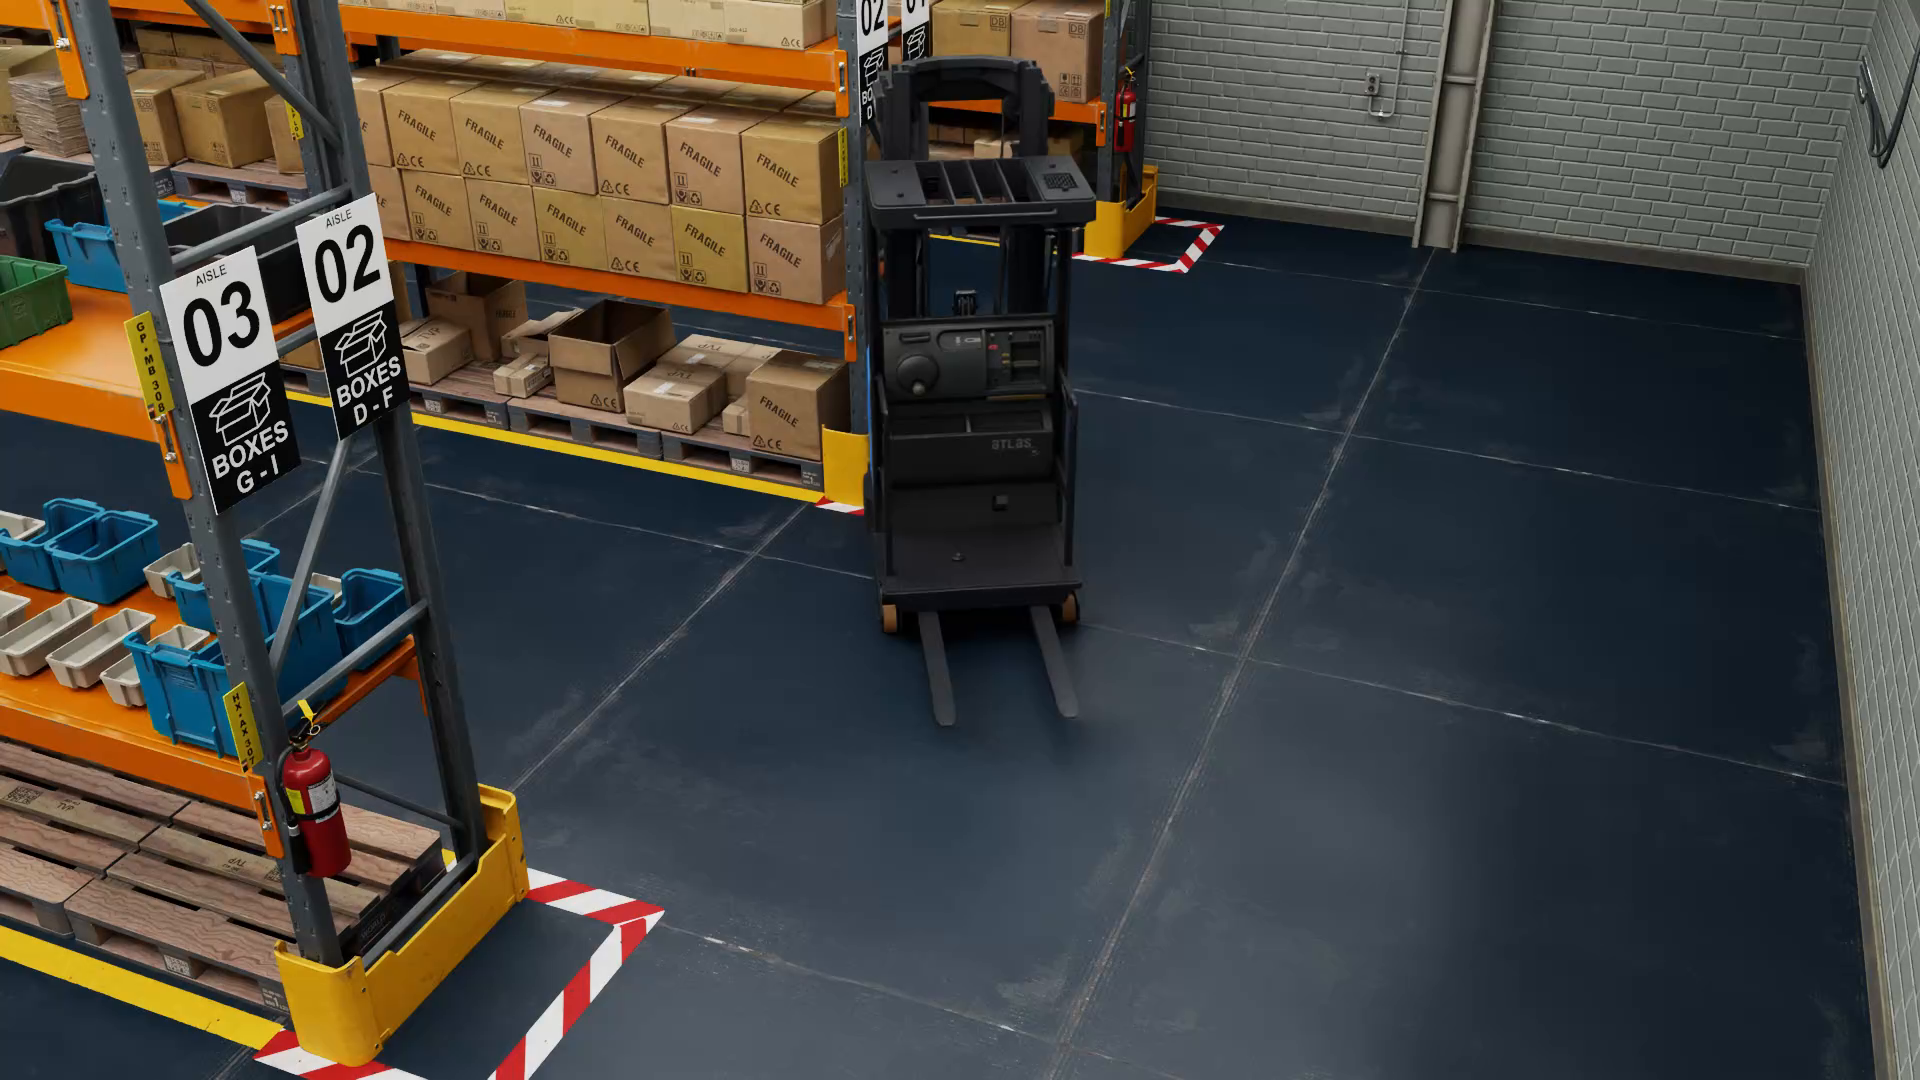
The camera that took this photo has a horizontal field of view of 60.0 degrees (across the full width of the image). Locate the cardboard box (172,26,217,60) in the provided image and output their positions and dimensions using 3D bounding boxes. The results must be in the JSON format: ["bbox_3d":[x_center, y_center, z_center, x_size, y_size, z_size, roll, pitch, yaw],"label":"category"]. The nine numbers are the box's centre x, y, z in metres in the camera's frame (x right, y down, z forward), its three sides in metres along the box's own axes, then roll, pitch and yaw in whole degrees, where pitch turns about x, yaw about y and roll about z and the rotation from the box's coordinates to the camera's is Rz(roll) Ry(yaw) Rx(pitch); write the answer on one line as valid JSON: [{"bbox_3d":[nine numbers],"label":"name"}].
[{"bbox_3d":[-8.116,-5.393,17.985,0.500,0.250,0.500,10,31,18],"label":"cardboard box"}]

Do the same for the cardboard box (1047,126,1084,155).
[{"bbox_3d":[0.928,-3.575,14.892,0.250,0.149,0.380,12,31,19],"label":"cardboard box"}]

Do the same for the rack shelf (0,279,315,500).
[{"bbox_3d":[-4.155,-0.892,6.373,4.000,0.370,1.077,11,31,19],"label":"rack shelf"}]

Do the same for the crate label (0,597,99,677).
[{"bbox_3d":[-3.656,0.391,6.628,0.243,0.136,0.396,11,31,19],"label":"crate label"}]

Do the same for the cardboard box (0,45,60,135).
[{"bbox_3d":[-7.223,-3.428,12.649,0.500,0.500,0.700,1,30,2],"label":"cardboard box"}]

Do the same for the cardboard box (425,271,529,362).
[{"bbox_3d":[-3.508,-1.654,12.132,0.500,0.500,0.500,11,31,19],"label":"cardboard box"}]

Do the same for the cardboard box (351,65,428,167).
[{"bbox_3d":[-3.812,-2.790,10.931,0.500,0.500,0.500,12,32,20],"label":"cardboard box"}]

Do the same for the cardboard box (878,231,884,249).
[{"bbox_3d":[-0.748,-2.033,10.607,0.500,0.500,0.500,12,32,20],"label":"cardboard box"}]

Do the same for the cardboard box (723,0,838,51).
[{"bbox_3d":[-1.011,-3.002,9.528,0.500,0.250,0.500,11,31,19],"label":"cardboard box"}]

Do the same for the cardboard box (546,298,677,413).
[{"bbox_3d":[-2.400,-1.286,11.478,0.637,0.503,0.797,11,31,19],"label":"cardboard box"}]

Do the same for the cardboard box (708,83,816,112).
[{"bbox_3d":[-1.236,-2.561,10.526,0.500,0.500,0.500,12,31,20],"label":"cardboard box"}]

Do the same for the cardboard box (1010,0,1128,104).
[{"bbox_3d":[0.946,-4.266,14.356,0.700,0.700,0.980,13,32,21],"label":"cardboard box"}]

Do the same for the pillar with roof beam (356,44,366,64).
[{"bbox_3d":[-8.488,-6.810,13.064,0.400,9.000,9.100,11,31,19],"label":"pillar with roof beam"}]

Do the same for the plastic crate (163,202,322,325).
[{"bbox_3d":[-2.554,-0.976,5.924,0.590,0.269,0.497,11,31,19],"label":"plastic crate"}]

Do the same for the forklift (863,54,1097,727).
[{"bbox_3d":[0.076,-0.935,8.836,1.130,2.935,3.031,-3,30,-5],"label":"forklift"}]

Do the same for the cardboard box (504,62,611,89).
[{"bbox_3d":[-2.634,-2.843,11.025,0.500,0.500,0.500,12,31,20],"label":"cardboard box"}]

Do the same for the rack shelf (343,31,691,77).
[{"bbox_3d":[-4.137,-4.843,16.412,4.000,0.370,1.077,11,31,19],"label":"rack shelf"}]

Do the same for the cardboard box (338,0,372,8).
[{"bbox_3d":[-3.785,-3.564,10.523,0.500,0.250,0.500,11,31,19],"label":"cardboard box"}]

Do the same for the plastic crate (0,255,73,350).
[{"bbox_3d":[-3.323,-0.795,5.686,0.336,0.188,0.450,11,31,19],"label":"plastic crate"}]

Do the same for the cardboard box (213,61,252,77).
[{"bbox_3d":[-7.582,-4.966,17.992,0.500,0.500,0.700,11,31,19],"label":"cardboard box"}]

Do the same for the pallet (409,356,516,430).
[{"bbox_3d":[-3.507,-1.185,12.044,1.213,0.211,1.003,11,31,19],"label":"pallet"}]

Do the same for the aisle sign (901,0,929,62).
[{"bbox_3d":[-0.263,-3.040,9.849,0.004,0.787,0.394,11,31,19],"label":"aisle sign"}]

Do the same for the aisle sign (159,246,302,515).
[{"bbox_3d":[-2.345,-0.514,5.380,0.004,0.787,0.394,11,31,19],"label":"aisle sign"}]

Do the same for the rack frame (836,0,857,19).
[{"bbox_3d":[-0.436,-4.398,8.798,0.127,3.000,1.000,11,31,19],"label":"rack frame"}]

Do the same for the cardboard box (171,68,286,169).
[{"bbox_3d":[-5.159,-3.041,11.965,0.500,0.500,0.700,17,33,27],"label":"cardboard box"}]

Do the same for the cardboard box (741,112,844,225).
[{"bbox_3d":[-0.952,-2.222,9.927,0.500,0.500,0.500,11,31,19],"label":"cardboard box"}]

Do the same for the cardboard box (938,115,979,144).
[{"bbox_3d":[-0.010,-3.762,15.222,0.250,0.149,0.380,12,32,20],"label":"cardboard box"}]

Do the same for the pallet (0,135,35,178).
[{"bbox_3d":[-7.195,-3.090,12.774,1.003,0.211,1.213,11,31,19],"label":"pallet"}]

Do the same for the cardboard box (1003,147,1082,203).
[{"bbox_3d":[0.737,-3.225,14.931,0.500,0.500,0.700,11,31,19],"label":"cardboard box"}]

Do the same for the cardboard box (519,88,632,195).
[{"bbox_3d":[-2.379,-2.504,10.426,0.500,0.500,0.500,12,32,21],"label":"cardboard box"}]

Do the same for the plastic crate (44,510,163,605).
[{"bbox_3d":[-3.627,0.078,7.083,0.300,0.233,0.416,11,31,19],"label":"plastic crate"}]

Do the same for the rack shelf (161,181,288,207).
[{"bbox_3d":[-5.996,-2.584,12.415,4.000,0.370,1.077,11,31,19],"label":"rack shelf"}]

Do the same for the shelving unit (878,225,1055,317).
[{"bbox_3d":[-0.020,-1.265,10.802,1.048,1.500,0.538,-18,39,-33],"label":"shelving unit"}]

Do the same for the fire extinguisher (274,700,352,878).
[{"bbox_3d":[-2.333,0.902,5.974,0.183,0.674,0.296,11,31,19],"label":"fire extinguisher"}]

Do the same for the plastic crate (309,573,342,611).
[{"bbox_3d":[-2.673,0.267,6.848,0.298,0.136,0.250,11,31,19],"label":"plastic crate"}]

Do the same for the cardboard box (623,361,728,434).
[{"bbox_3d":[-1.902,-0.959,11.157,0.500,0.250,0.500,11,31,19],"label":"cardboard box"}]

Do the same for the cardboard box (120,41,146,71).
[{"bbox_3d":[-9.008,-5.241,18.478,0.500,0.500,0.700,12,32,21],"label":"cardboard box"}]

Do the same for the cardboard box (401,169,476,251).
[{"bbox_3d":[-3.297,-2.258,11.007,0.500,0.500,0.500,12,32,20],"label":"cardboard box"}]

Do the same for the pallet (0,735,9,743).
[{"bbox_3d":[-5.313,1.063,8.065,1.213,0.211,1.003,11,31,19],"label":"pallet"}]

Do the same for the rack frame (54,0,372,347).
[{"bbox_3d":[-2.302,-2.141,4.803,0.127,3.000,1.000,11,31,19],"label":"rack frame"}]

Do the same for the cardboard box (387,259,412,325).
[{"bbox_3d":[-4.499,-1.831,12.445,0.500,0.500,0.500,10,31,17],"label":"cardboard box"}]

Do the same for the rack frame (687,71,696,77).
[{"bbox_3d":[-2.284,-4.786,15.581,0.127,3.000,1.000,11,31,19],"label":"rack frame"}]

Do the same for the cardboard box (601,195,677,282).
[{"bbox_3d":[-1.896,-1.978,10.511,0.500,0.500,0.500,12,31,20],"label":"cardboard box"}]

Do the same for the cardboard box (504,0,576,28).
[{"bbox_3d":[-2.396,-3.286,10.031,0.500,0.250,0.500,11,31,19],"label":"cardboard box"}]

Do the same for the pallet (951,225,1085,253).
[{"bbox_3d":[0.652,-2.944,15.156,1.213,0.211,1.003,11,31,19],"label":"pallet"}]

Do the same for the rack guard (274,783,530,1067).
[{"bbox_3d":[-2.275,1.558,6.897,0.348,0.500,1.175,11,31,19],"label":"rack guard"}]

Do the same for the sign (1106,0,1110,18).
[{"bbox_3d":[1.206,-4.408,13.495,0.005,0.325,0.100,11,31,19],"label":"sign"}]

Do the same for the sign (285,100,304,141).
[{"bbox_3d":[-4.348,-2.777,10.849,0.005,0.325,0.100,11,31,19],"label":"sign"}]

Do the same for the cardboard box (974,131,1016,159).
[{"bbox_3d":[0.312,-3.495,14.750,0.250,0.149,0.380,12,32,20],"label":"cardboard box"}]
